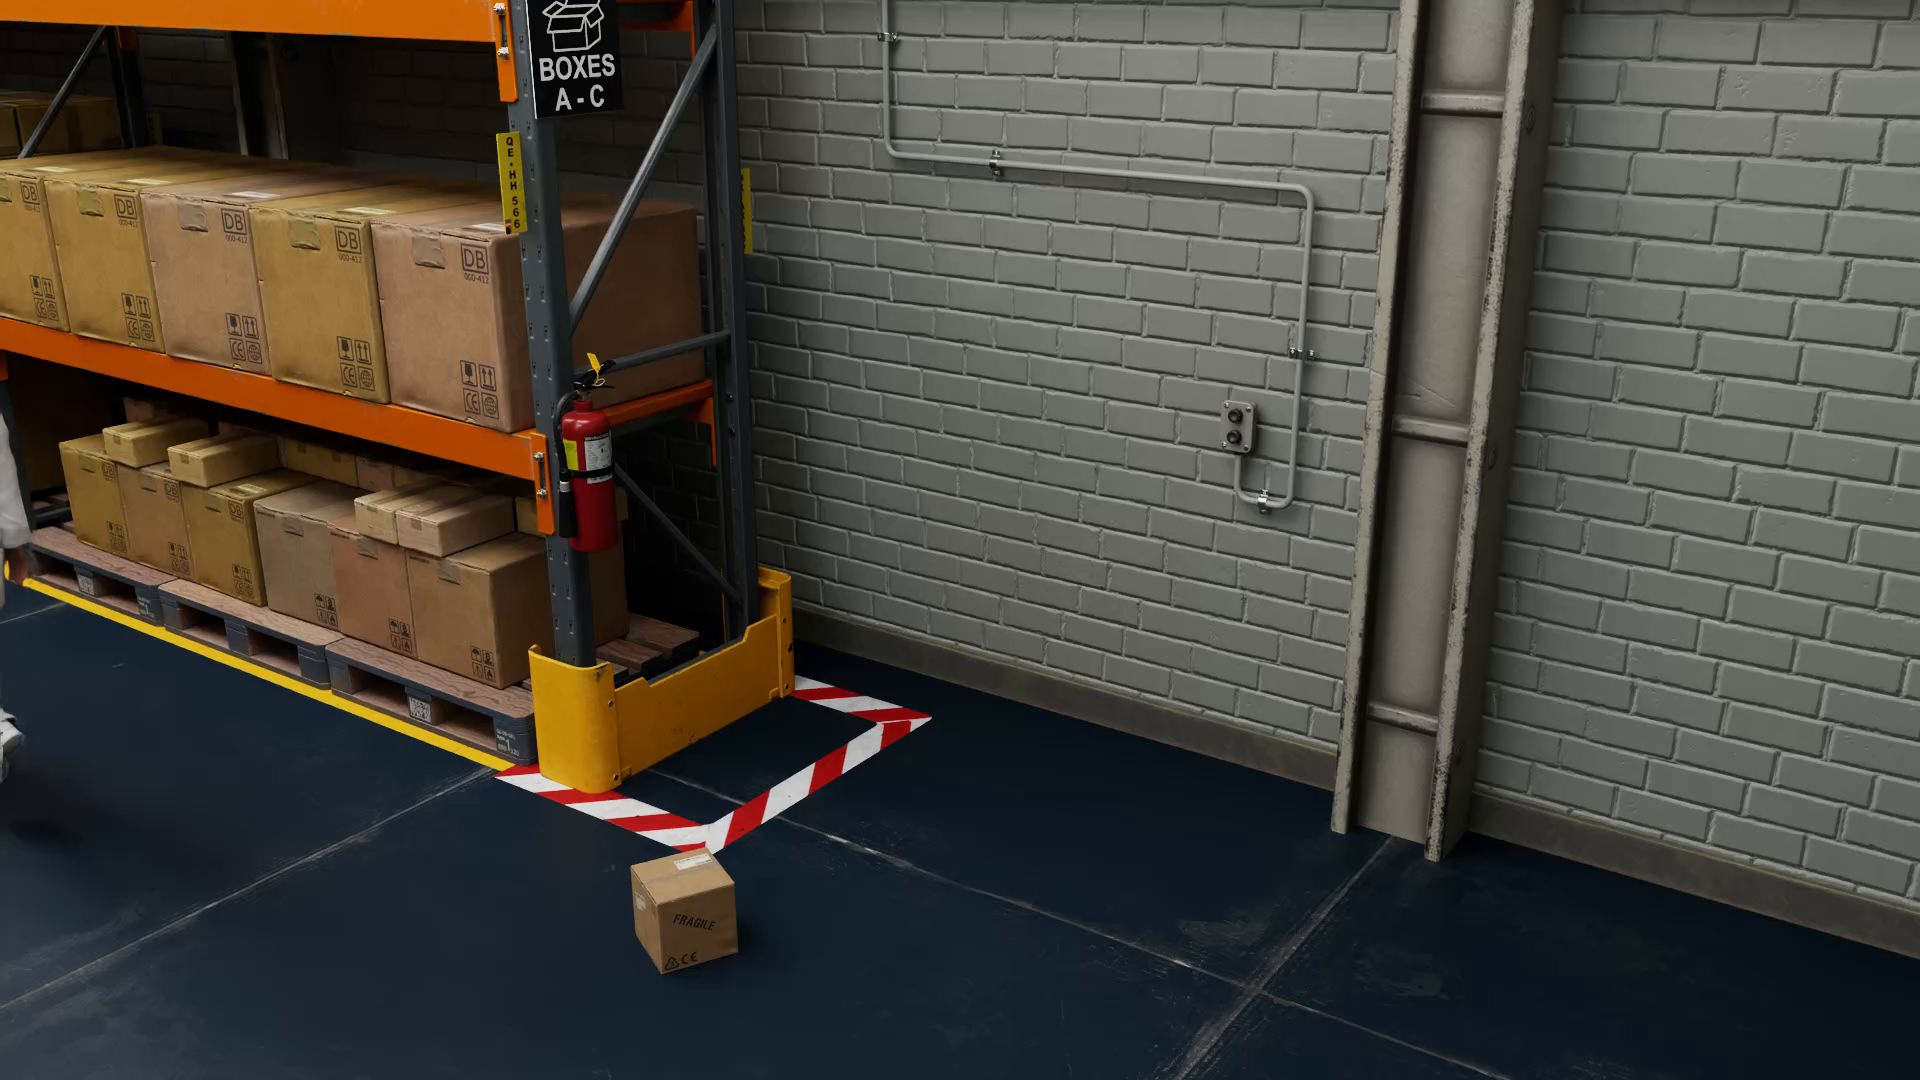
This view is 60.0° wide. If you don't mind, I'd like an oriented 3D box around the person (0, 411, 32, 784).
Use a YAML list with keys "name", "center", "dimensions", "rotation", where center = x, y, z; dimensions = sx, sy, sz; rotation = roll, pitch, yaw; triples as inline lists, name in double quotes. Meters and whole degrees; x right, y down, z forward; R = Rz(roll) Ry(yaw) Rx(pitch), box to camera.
- name: "person"
  center: [-3.576, 0.102, 5.873]
  dimensions: [0.784, 1.673, 0.591]
  rotation: [11, 22, 28]
